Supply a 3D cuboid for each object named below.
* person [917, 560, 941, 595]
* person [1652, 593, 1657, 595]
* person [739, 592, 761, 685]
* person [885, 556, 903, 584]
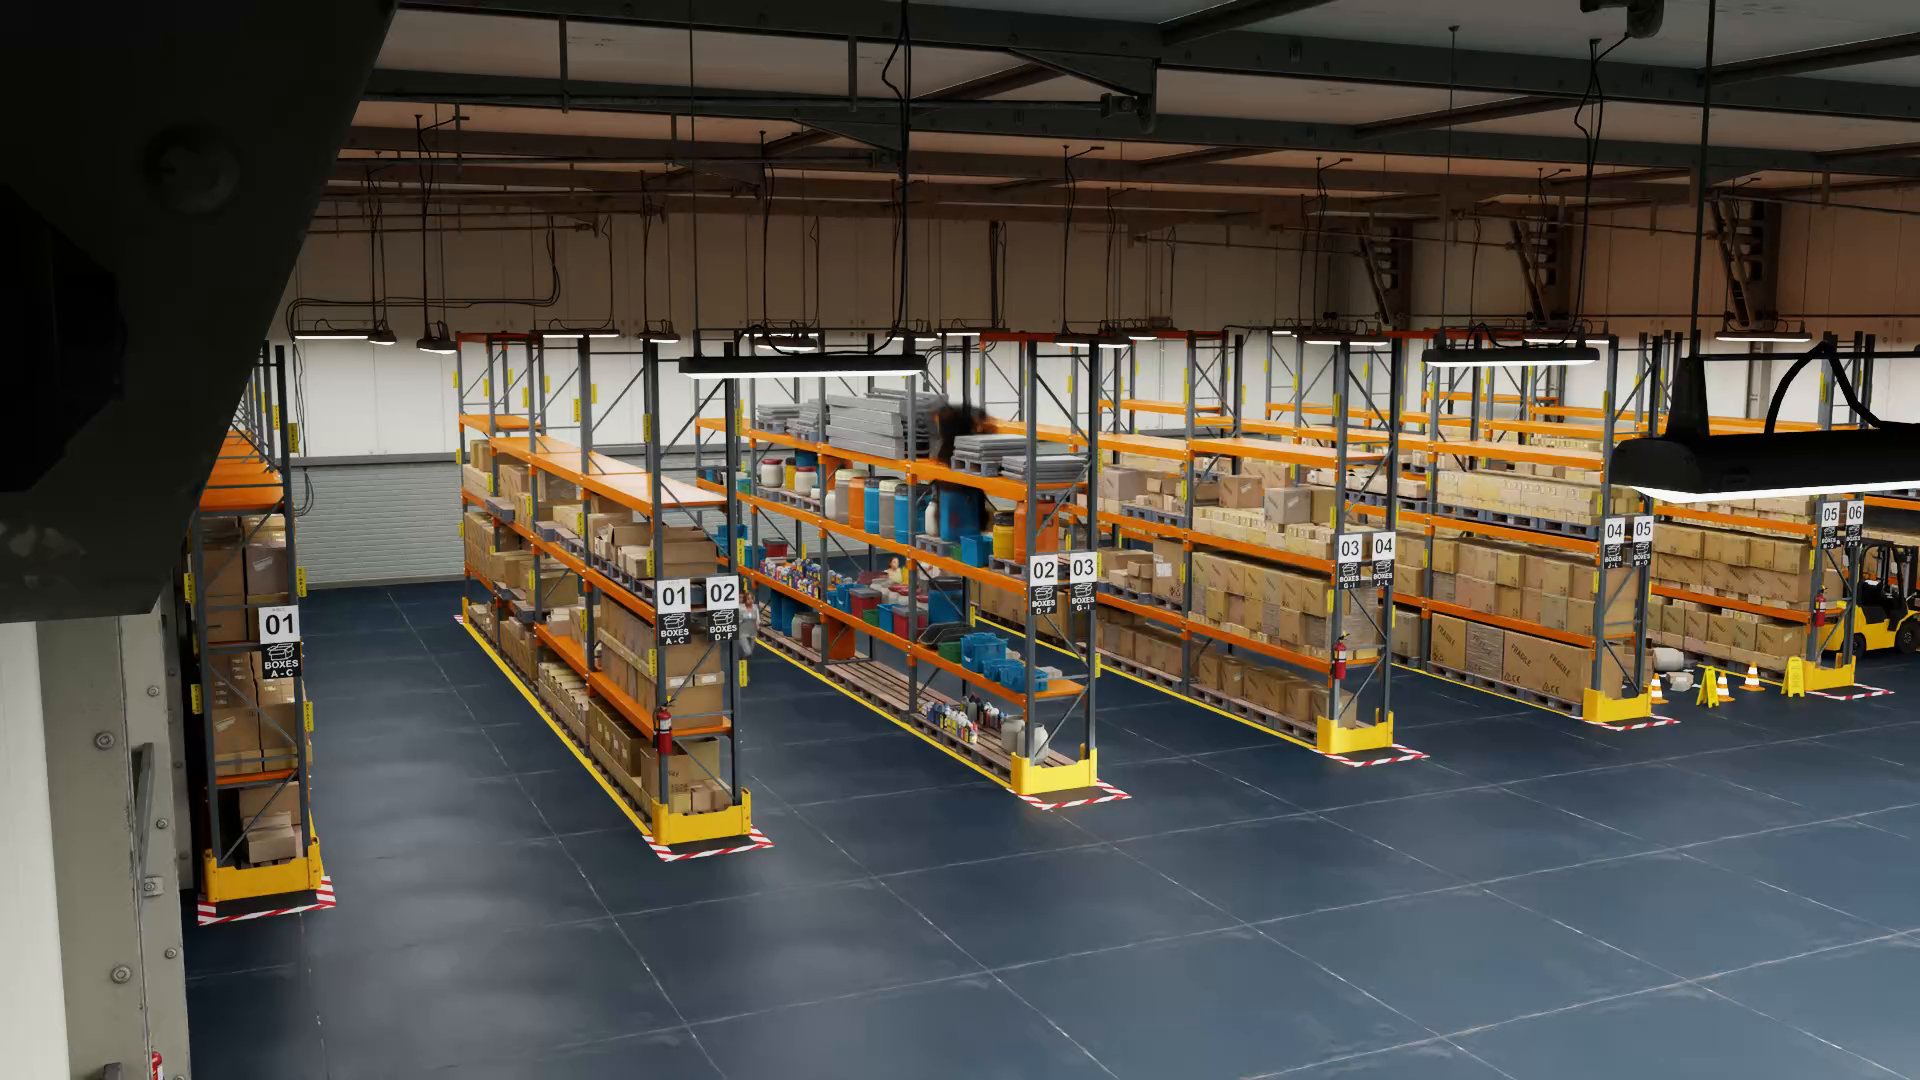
[{"bbox_3d":[-0.638,0.825,34.417,0.625,1.825,0.832,-2,8,-17],"label":"person"},{"bbox_3d":[14.339,0.961,33.900,0.581,1.648,0.821,-6,10,-36],"label":"person"},{"bbox_3d":[-3.681,1.683,28.774,0.448,1.606,0.789,-5,9,-31],"label":"person"},{"bbox_3d":[-1.303,1.152,32.314,0.548,1.722,0.823,-5,9,-30],"label":"person"}]
